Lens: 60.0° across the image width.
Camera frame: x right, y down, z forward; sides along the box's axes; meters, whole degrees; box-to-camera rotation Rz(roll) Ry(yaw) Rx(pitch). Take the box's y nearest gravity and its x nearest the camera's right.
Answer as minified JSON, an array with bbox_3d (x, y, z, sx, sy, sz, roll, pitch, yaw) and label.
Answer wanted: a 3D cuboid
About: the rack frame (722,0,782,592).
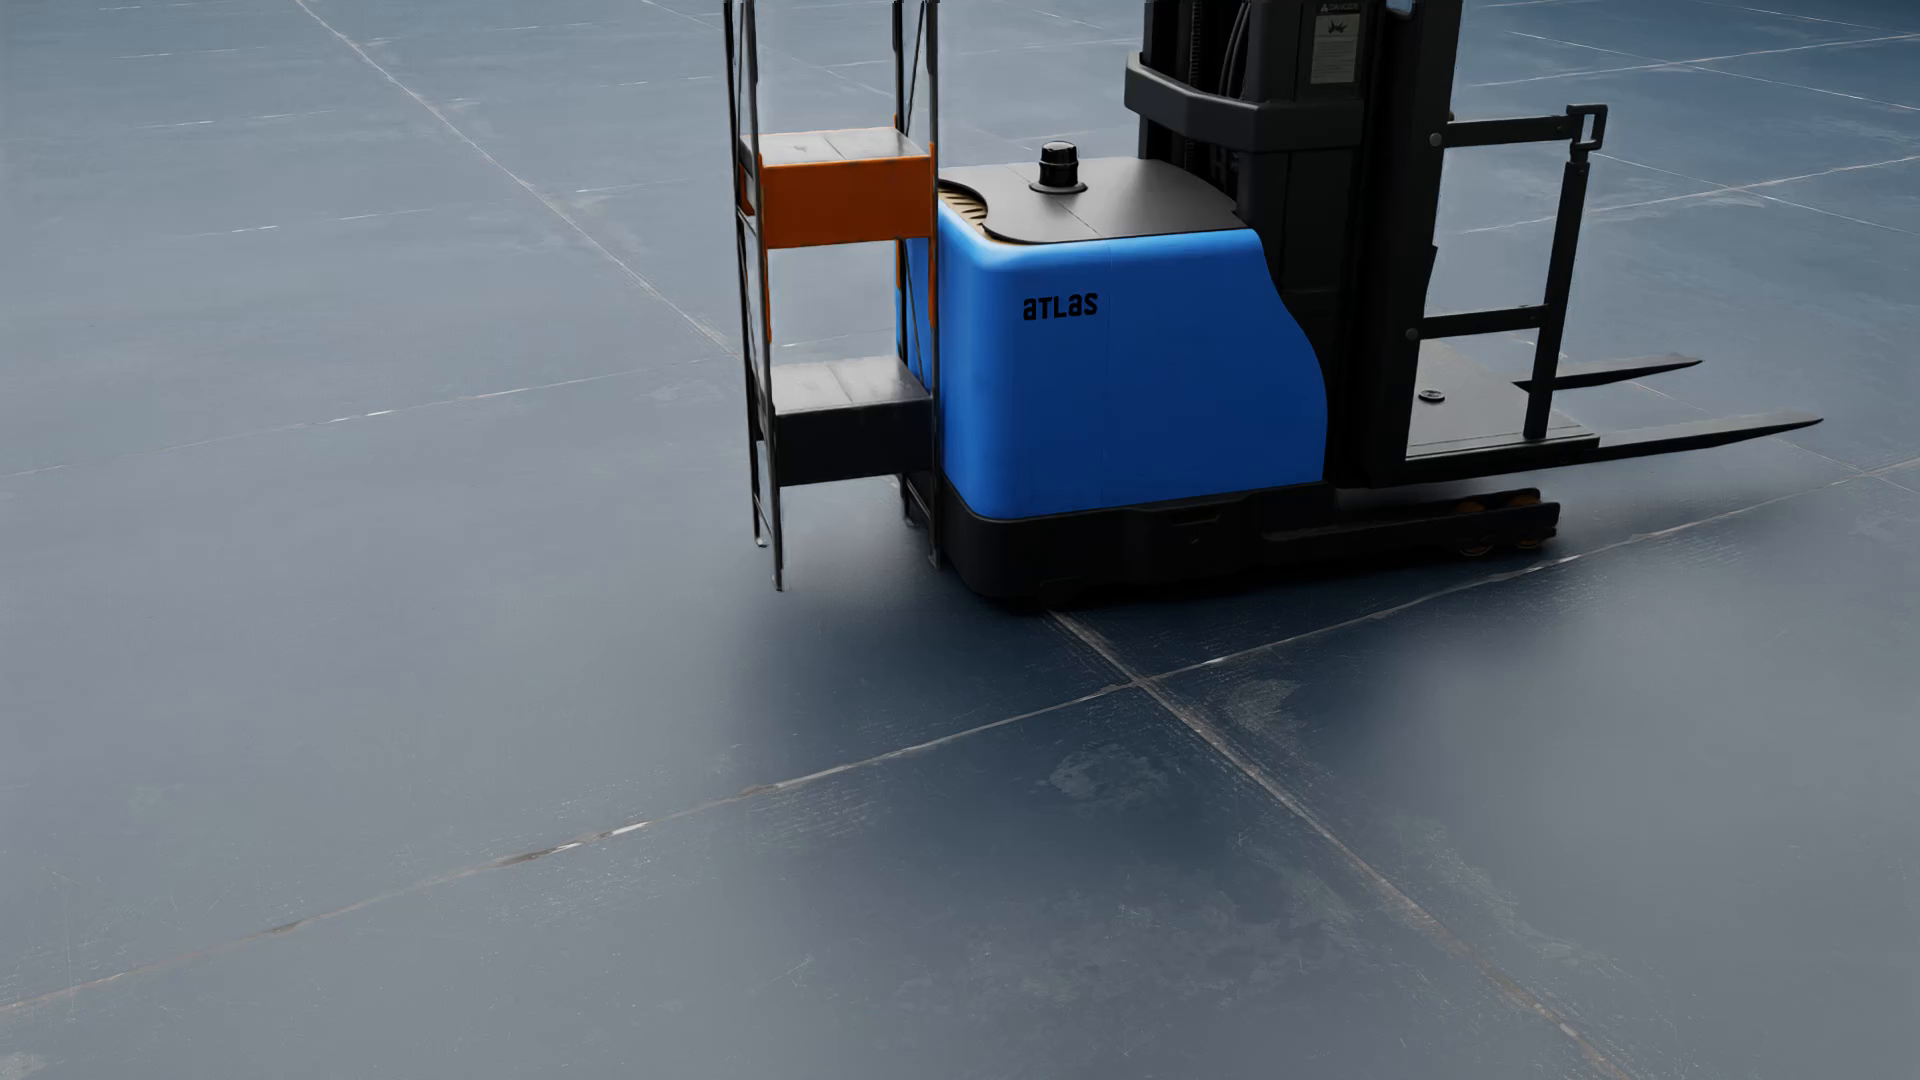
[{"bbox_3d":[-0.591,-0.876,4.649,0.015,2.100,0.400,-7,27,-15],"label":"rack frame"}]

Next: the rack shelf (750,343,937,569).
[{"bbox_3d":[-0.356,-0.262,5.020,0.480,0.518,0.431,-7,27,-15],"label":"rack shelf"}]

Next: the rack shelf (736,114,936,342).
[{"bbox_3d":[-0.356,-0.894,4.717,0.480,0.518,0.431,-7,27,-15],"label":"rack shelf"}]

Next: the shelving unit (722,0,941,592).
[{"bbox_3d":[-0.356,-0.906,4.711,0.503,2.100,0.431,-7,27,-15],"label":"shelving unit"}]

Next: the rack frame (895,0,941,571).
[{"bbox_3d":[-0.122,-0.936,4.773,0.015,2.100,0.400,-7,27,-15],"label":"rack frame"}]

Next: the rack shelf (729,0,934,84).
[{"bbox_3d":[-0.356,-1.525,4.414,0.480,0.518,0.431,-7,27,-15],"label":"rack shelf"}]

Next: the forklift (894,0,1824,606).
[{"bbox_3d":[1.356,-1.481,4.949,3.031,2.935,1.130,-7,27,-15],"label":"forklift"}]
